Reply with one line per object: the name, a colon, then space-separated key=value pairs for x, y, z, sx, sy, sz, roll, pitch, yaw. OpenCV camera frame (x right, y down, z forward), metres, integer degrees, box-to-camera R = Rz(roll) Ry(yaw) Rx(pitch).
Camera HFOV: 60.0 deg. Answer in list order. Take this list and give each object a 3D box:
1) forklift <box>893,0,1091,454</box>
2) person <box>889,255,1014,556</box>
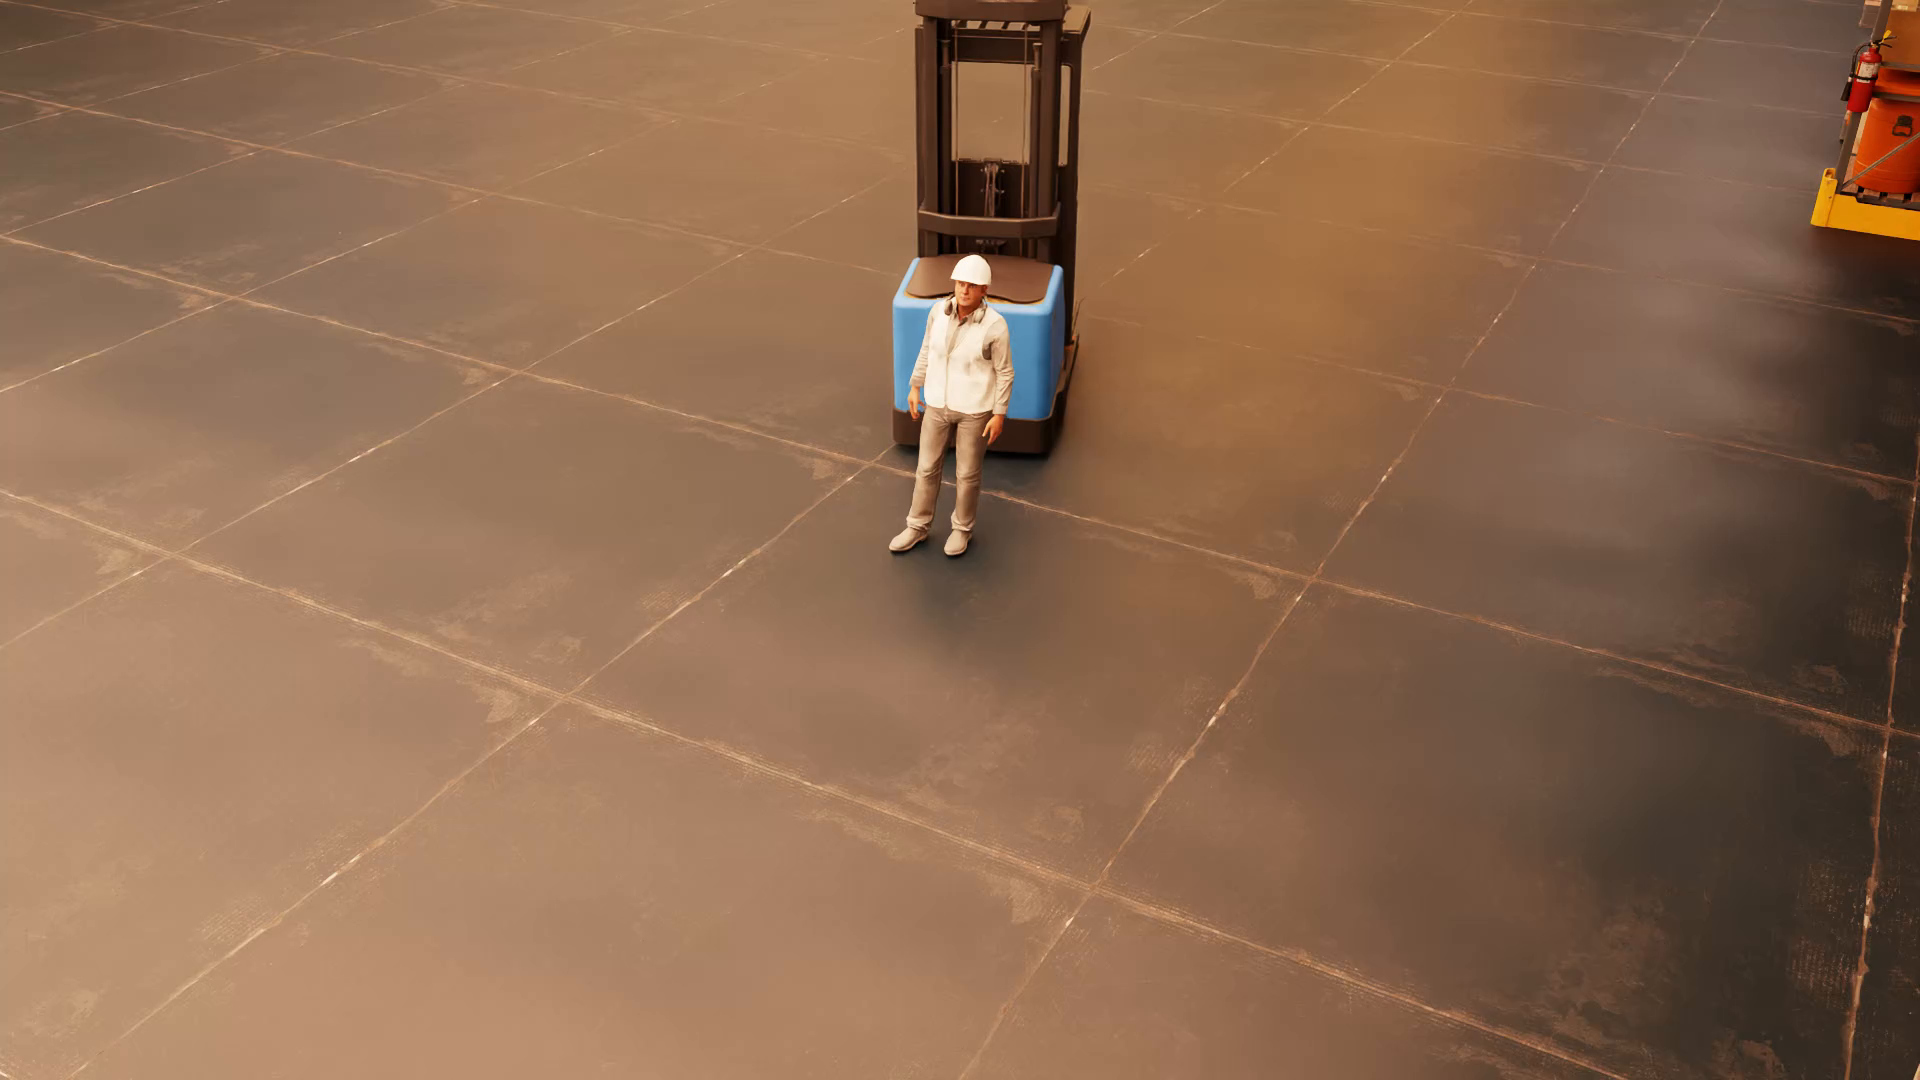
forklift: x=0.286 y=-2.550 z=11.488 sx=1.130 sy=2.935 sz=3.031 roll=4 pitch=30 yaw=7
person: x=-0.037 y=-0.750 z=9.512 sx=0.632 sy=1.773 sz=0.568 roll=15 pitch=33 yaw=25
